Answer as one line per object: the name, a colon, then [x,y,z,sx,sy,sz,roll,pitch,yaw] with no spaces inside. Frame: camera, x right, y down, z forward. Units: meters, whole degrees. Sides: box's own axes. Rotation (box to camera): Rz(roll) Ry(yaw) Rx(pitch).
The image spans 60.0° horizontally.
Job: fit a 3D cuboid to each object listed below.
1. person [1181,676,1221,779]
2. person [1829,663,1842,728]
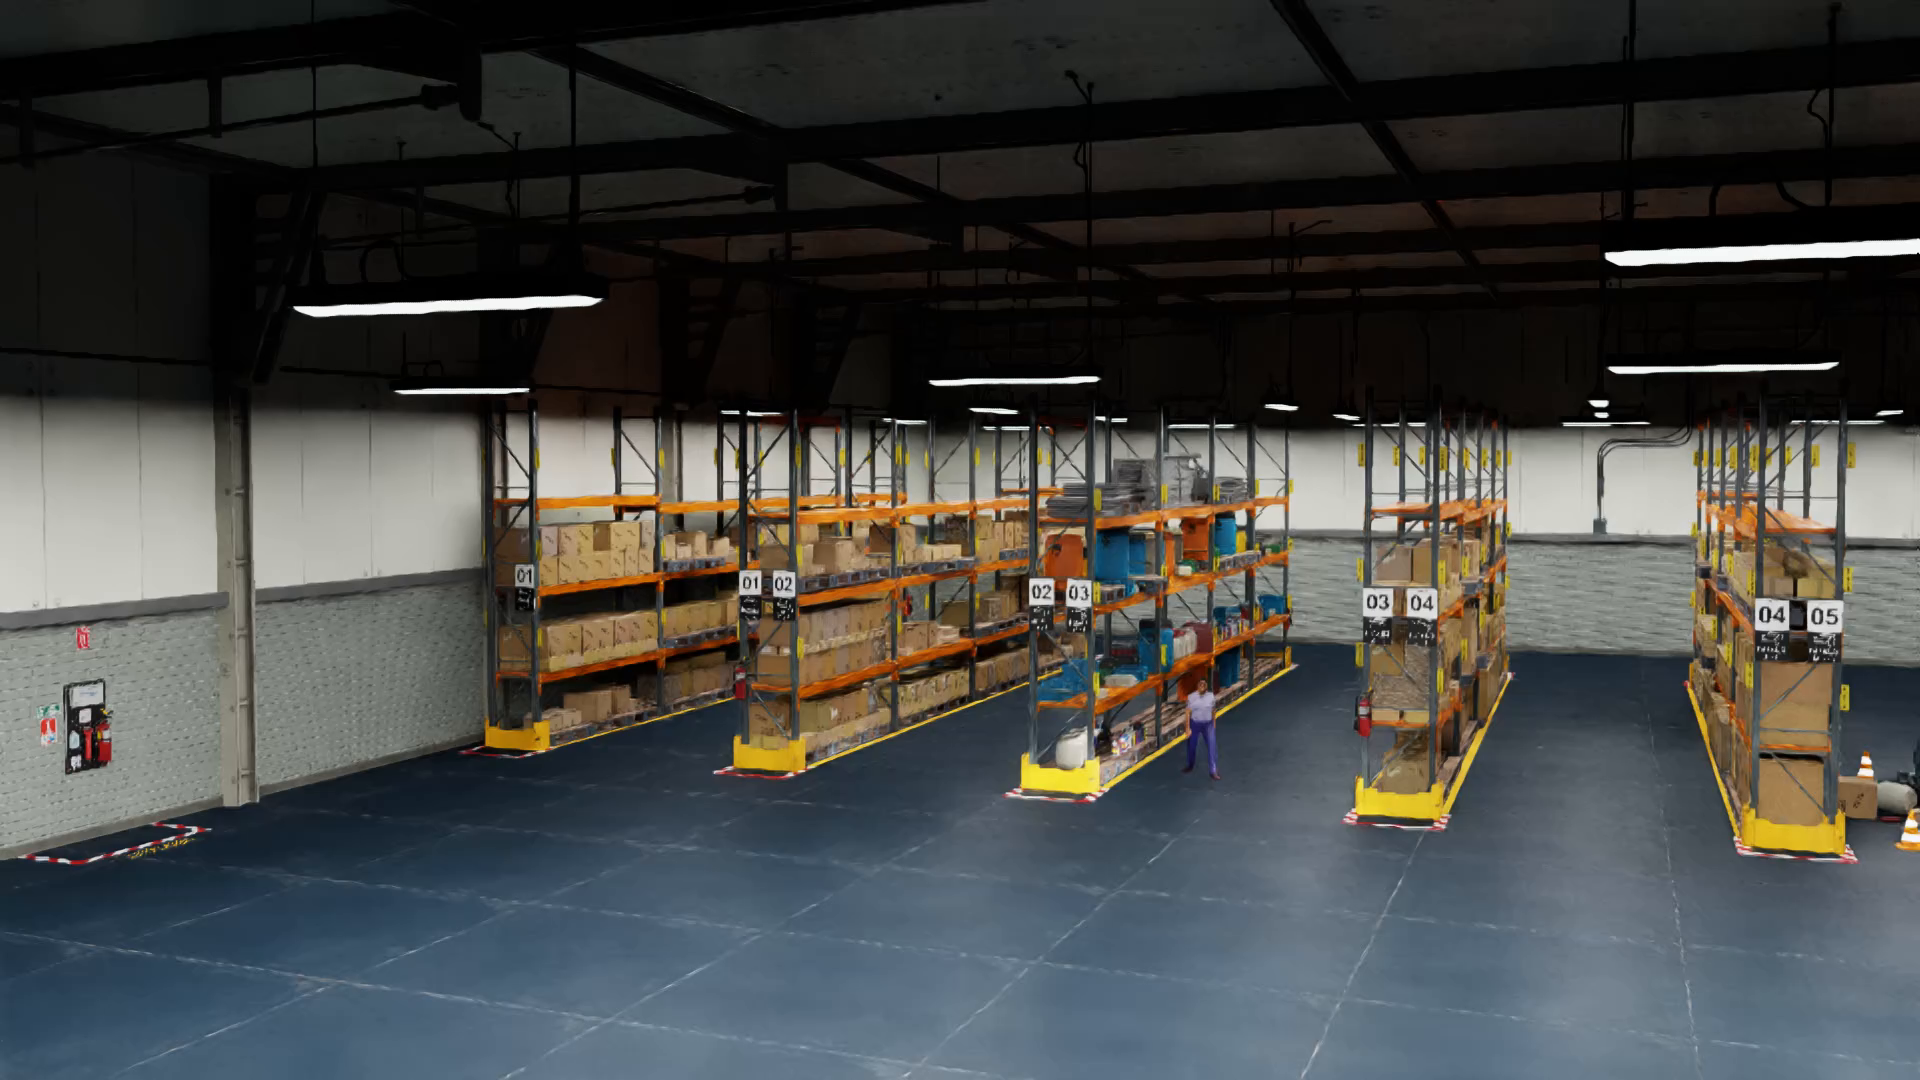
person: [3.779,2.921,26.090,0.518,1.595,0.942,0,3,-2]
person: [16.160,2.671,30.814,0.405,1.600,0.468,-1,3,-11]
